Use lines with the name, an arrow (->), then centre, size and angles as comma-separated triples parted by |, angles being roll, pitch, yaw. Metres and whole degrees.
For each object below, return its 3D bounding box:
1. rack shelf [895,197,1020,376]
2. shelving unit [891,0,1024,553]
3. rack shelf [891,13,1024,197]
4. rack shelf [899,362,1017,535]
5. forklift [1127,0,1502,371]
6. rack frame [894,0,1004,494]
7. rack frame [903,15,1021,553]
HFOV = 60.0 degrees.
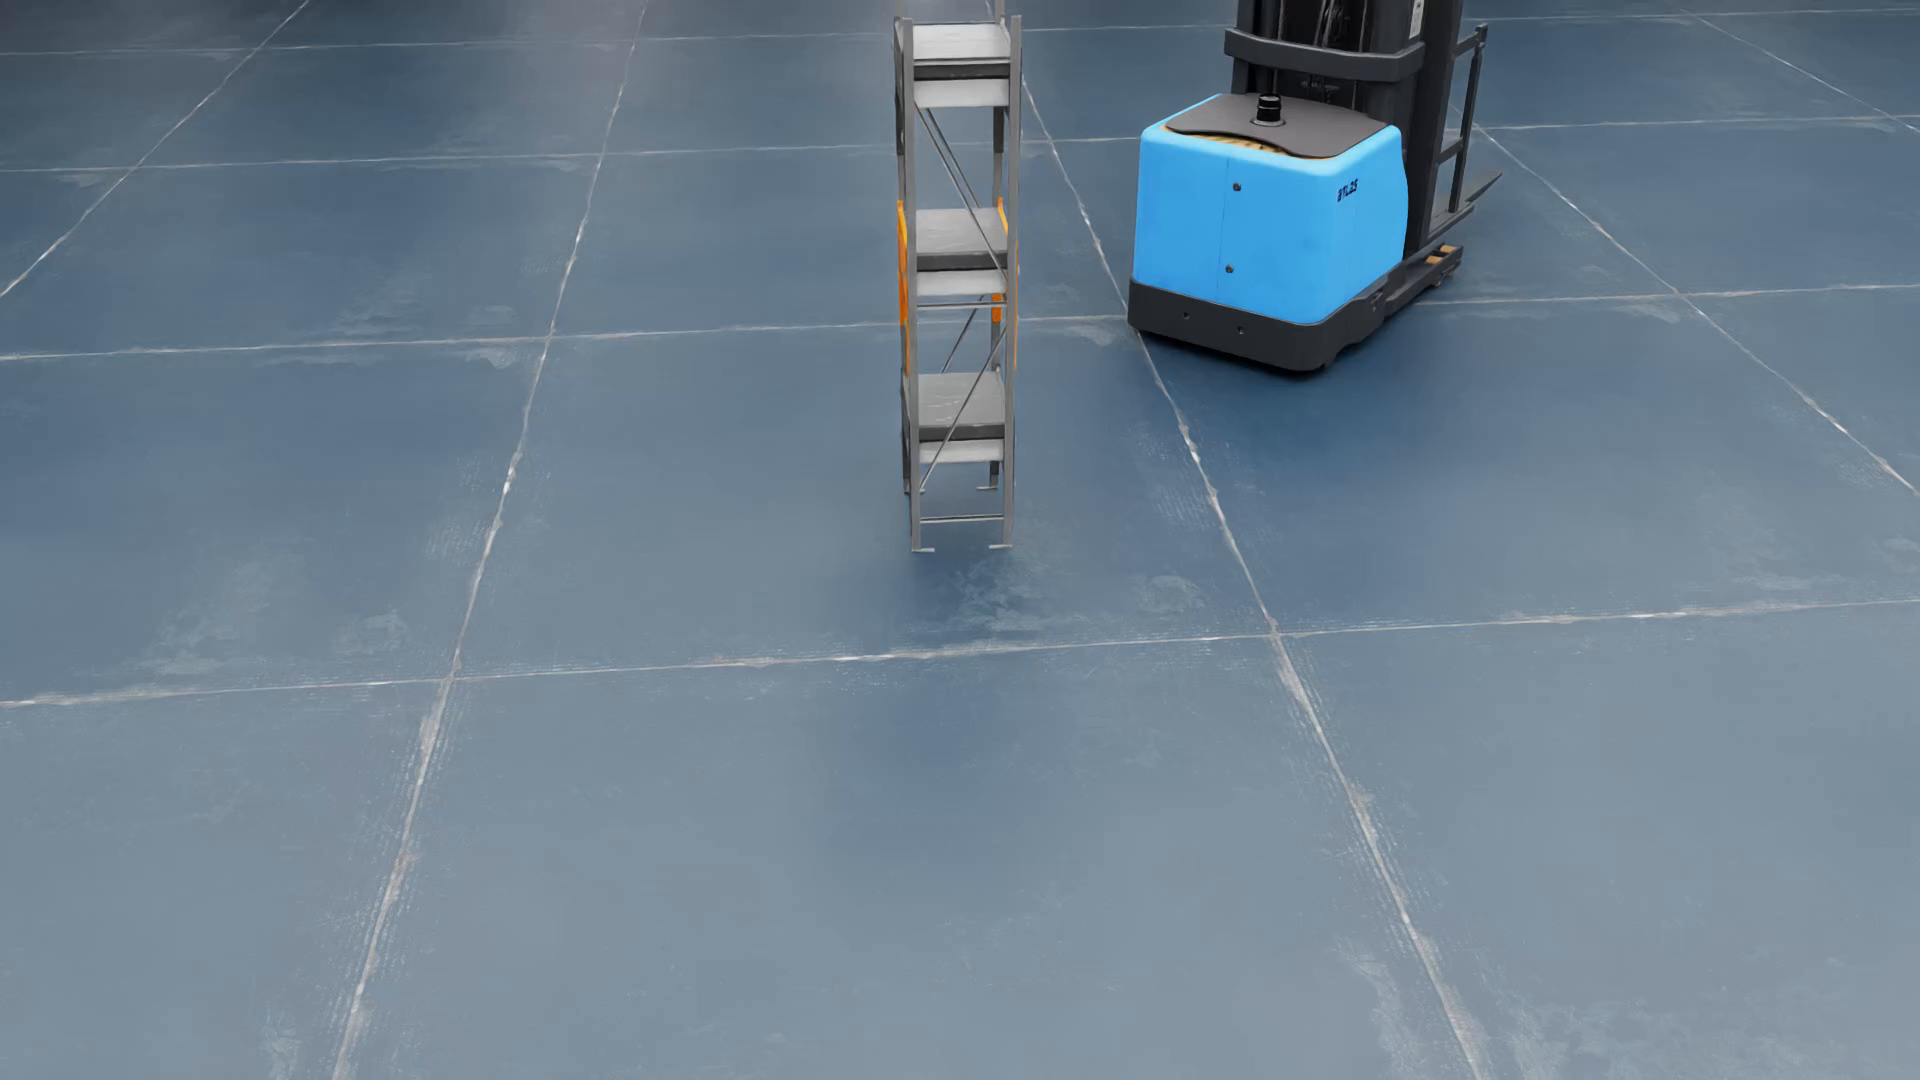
rack shelf -> -0.015, -0.974, 6.360 | 0.431, 0.518, 0.480 | -3, 31, -5
shelving unit -> -0.015, -0.986, 6.353 | 0.431, 2.100, 0.503 | -3, 31, -5
rack shelf -> -0.015, -1.575, 6.001 | 0.431, 0.518, 0.480 | -3, 31, -5
rack shelf -> -0.015, -0.373, 6.719 | 0.431, 0.518, 0.480 | -3, 31, -5
forklift -> 2.122, -2.769, 8.528 | 1.130, 2.935, 3.031 | 20, 36, 30
rack frame -> -0.038, -1.111, 6.562 | 0.400, 2.100, 0.015 | -3, 31, -5
rack frame -> 0.007, -0.861, 6.144 | 0.400, 2.100, 0.015 | -3, 31, -5
